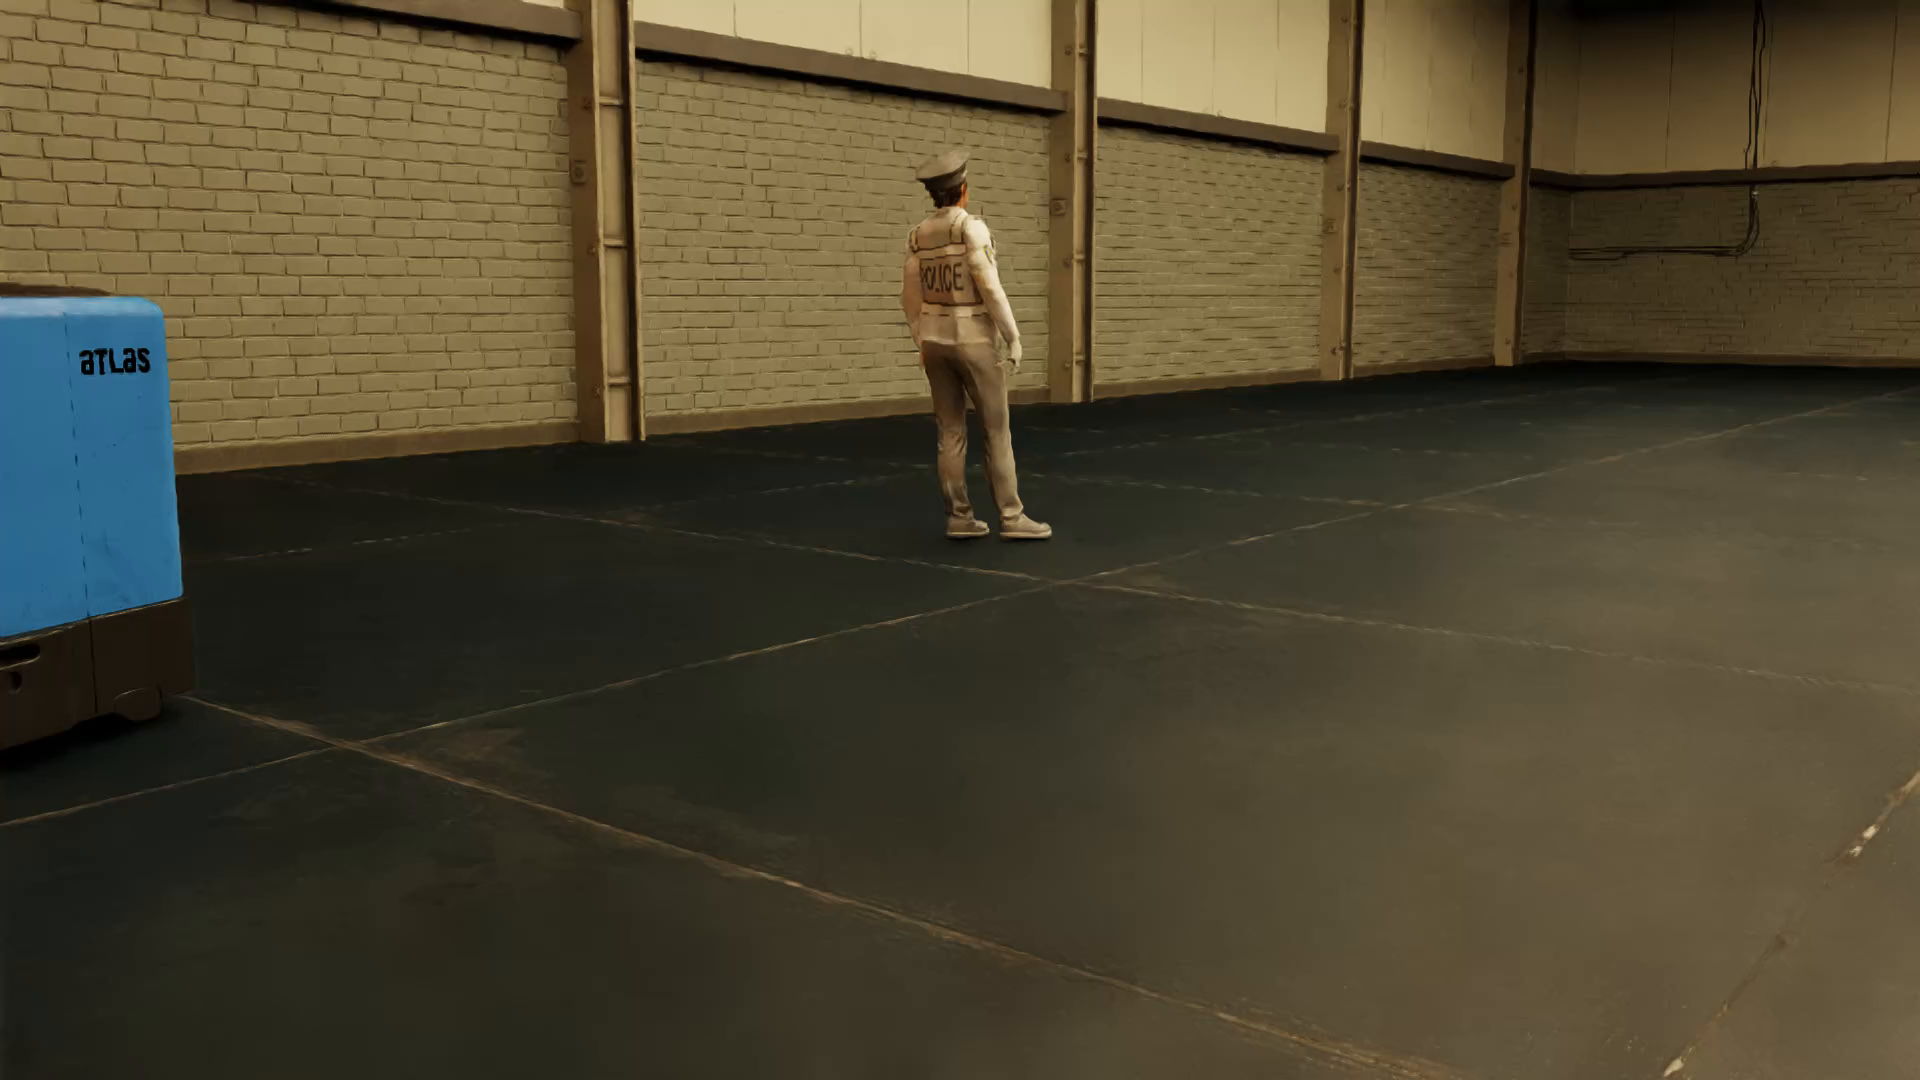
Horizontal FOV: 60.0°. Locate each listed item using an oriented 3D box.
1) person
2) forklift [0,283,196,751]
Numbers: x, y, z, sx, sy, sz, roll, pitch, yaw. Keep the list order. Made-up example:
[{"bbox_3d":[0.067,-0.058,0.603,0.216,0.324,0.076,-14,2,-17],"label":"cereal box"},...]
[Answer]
[{"bbox_3d":[0.048,-0.853,7.329,0.586,1.695,0.532,7,11,38],"label":"person"},{"bbox_3d":[-2.938,-0.822,2.899,1.130,2.935,3.031,3,9,19],"label":"forklift"}]
